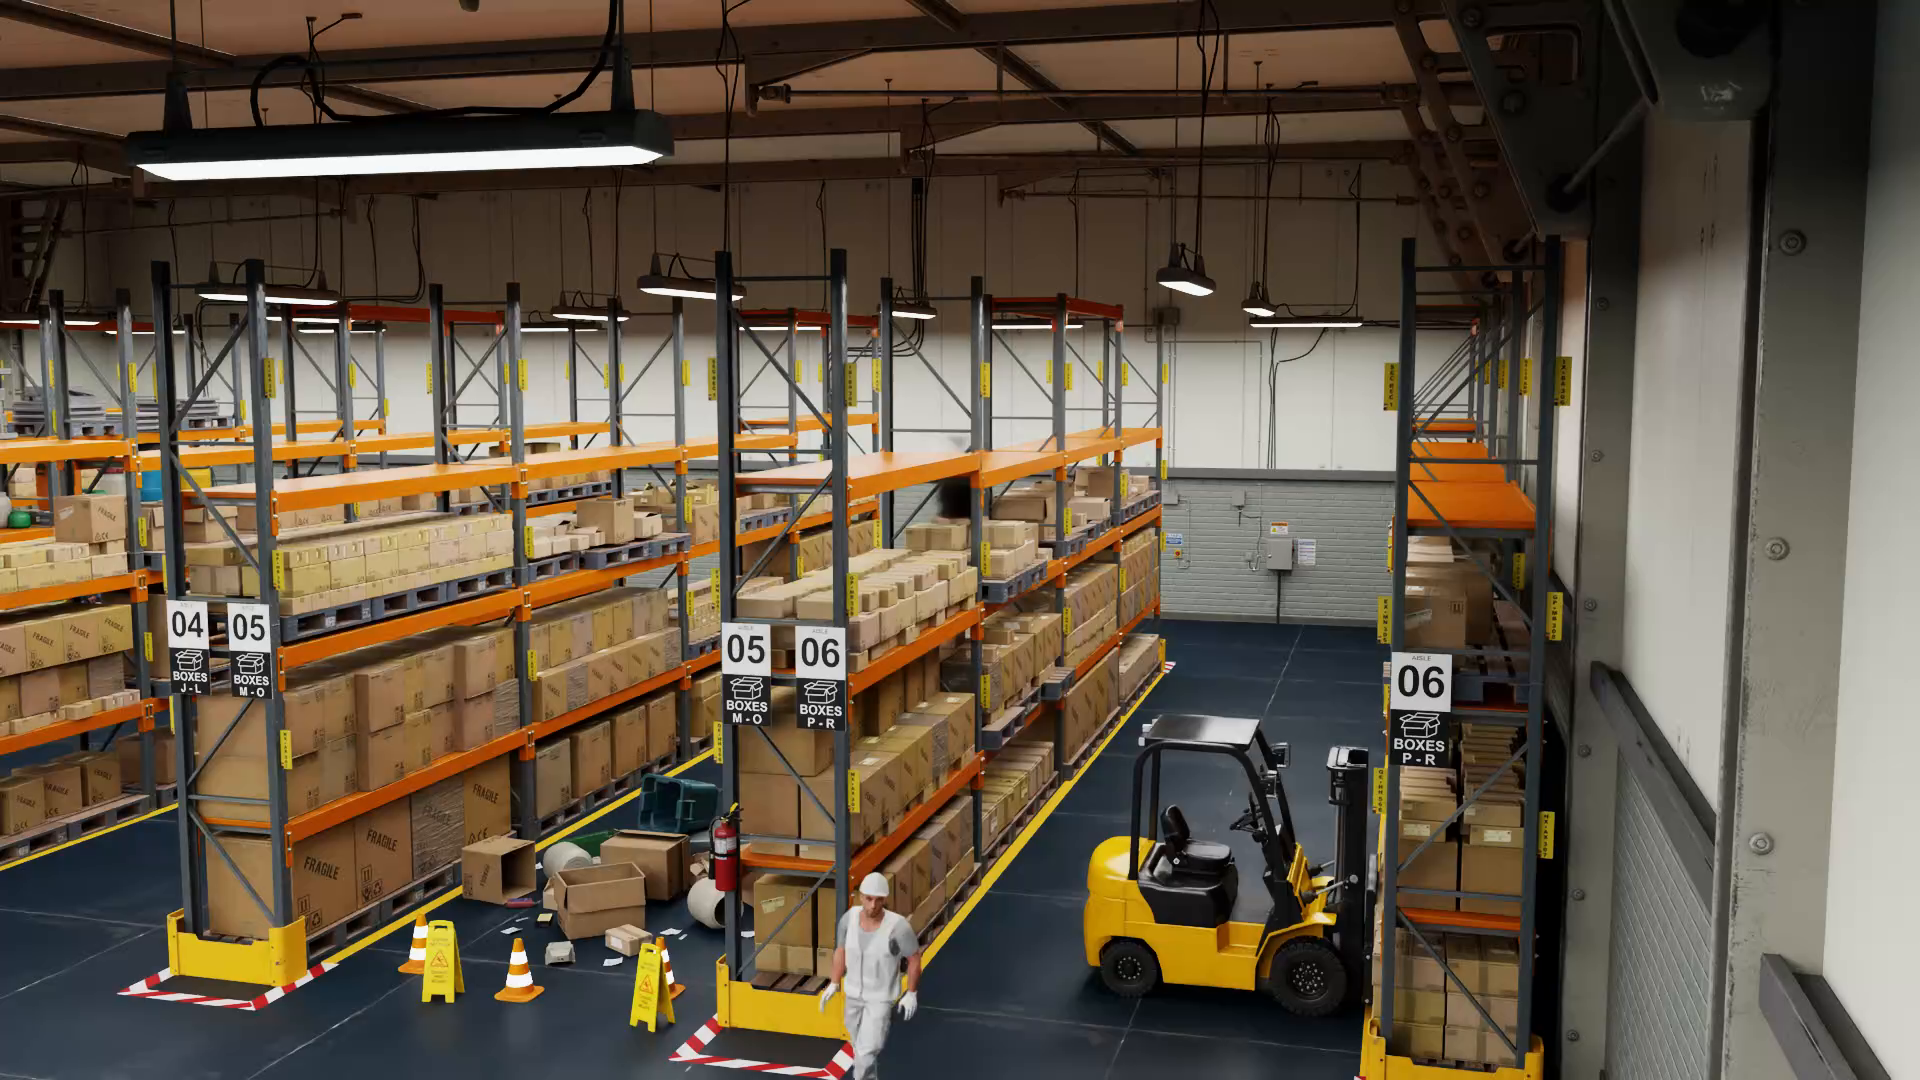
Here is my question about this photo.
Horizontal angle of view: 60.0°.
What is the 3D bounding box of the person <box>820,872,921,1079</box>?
[{"bbox_3d":[-0.590,3.081,11.207,0.611,1.748,0.630,3,7,27],"label":"person"}]
